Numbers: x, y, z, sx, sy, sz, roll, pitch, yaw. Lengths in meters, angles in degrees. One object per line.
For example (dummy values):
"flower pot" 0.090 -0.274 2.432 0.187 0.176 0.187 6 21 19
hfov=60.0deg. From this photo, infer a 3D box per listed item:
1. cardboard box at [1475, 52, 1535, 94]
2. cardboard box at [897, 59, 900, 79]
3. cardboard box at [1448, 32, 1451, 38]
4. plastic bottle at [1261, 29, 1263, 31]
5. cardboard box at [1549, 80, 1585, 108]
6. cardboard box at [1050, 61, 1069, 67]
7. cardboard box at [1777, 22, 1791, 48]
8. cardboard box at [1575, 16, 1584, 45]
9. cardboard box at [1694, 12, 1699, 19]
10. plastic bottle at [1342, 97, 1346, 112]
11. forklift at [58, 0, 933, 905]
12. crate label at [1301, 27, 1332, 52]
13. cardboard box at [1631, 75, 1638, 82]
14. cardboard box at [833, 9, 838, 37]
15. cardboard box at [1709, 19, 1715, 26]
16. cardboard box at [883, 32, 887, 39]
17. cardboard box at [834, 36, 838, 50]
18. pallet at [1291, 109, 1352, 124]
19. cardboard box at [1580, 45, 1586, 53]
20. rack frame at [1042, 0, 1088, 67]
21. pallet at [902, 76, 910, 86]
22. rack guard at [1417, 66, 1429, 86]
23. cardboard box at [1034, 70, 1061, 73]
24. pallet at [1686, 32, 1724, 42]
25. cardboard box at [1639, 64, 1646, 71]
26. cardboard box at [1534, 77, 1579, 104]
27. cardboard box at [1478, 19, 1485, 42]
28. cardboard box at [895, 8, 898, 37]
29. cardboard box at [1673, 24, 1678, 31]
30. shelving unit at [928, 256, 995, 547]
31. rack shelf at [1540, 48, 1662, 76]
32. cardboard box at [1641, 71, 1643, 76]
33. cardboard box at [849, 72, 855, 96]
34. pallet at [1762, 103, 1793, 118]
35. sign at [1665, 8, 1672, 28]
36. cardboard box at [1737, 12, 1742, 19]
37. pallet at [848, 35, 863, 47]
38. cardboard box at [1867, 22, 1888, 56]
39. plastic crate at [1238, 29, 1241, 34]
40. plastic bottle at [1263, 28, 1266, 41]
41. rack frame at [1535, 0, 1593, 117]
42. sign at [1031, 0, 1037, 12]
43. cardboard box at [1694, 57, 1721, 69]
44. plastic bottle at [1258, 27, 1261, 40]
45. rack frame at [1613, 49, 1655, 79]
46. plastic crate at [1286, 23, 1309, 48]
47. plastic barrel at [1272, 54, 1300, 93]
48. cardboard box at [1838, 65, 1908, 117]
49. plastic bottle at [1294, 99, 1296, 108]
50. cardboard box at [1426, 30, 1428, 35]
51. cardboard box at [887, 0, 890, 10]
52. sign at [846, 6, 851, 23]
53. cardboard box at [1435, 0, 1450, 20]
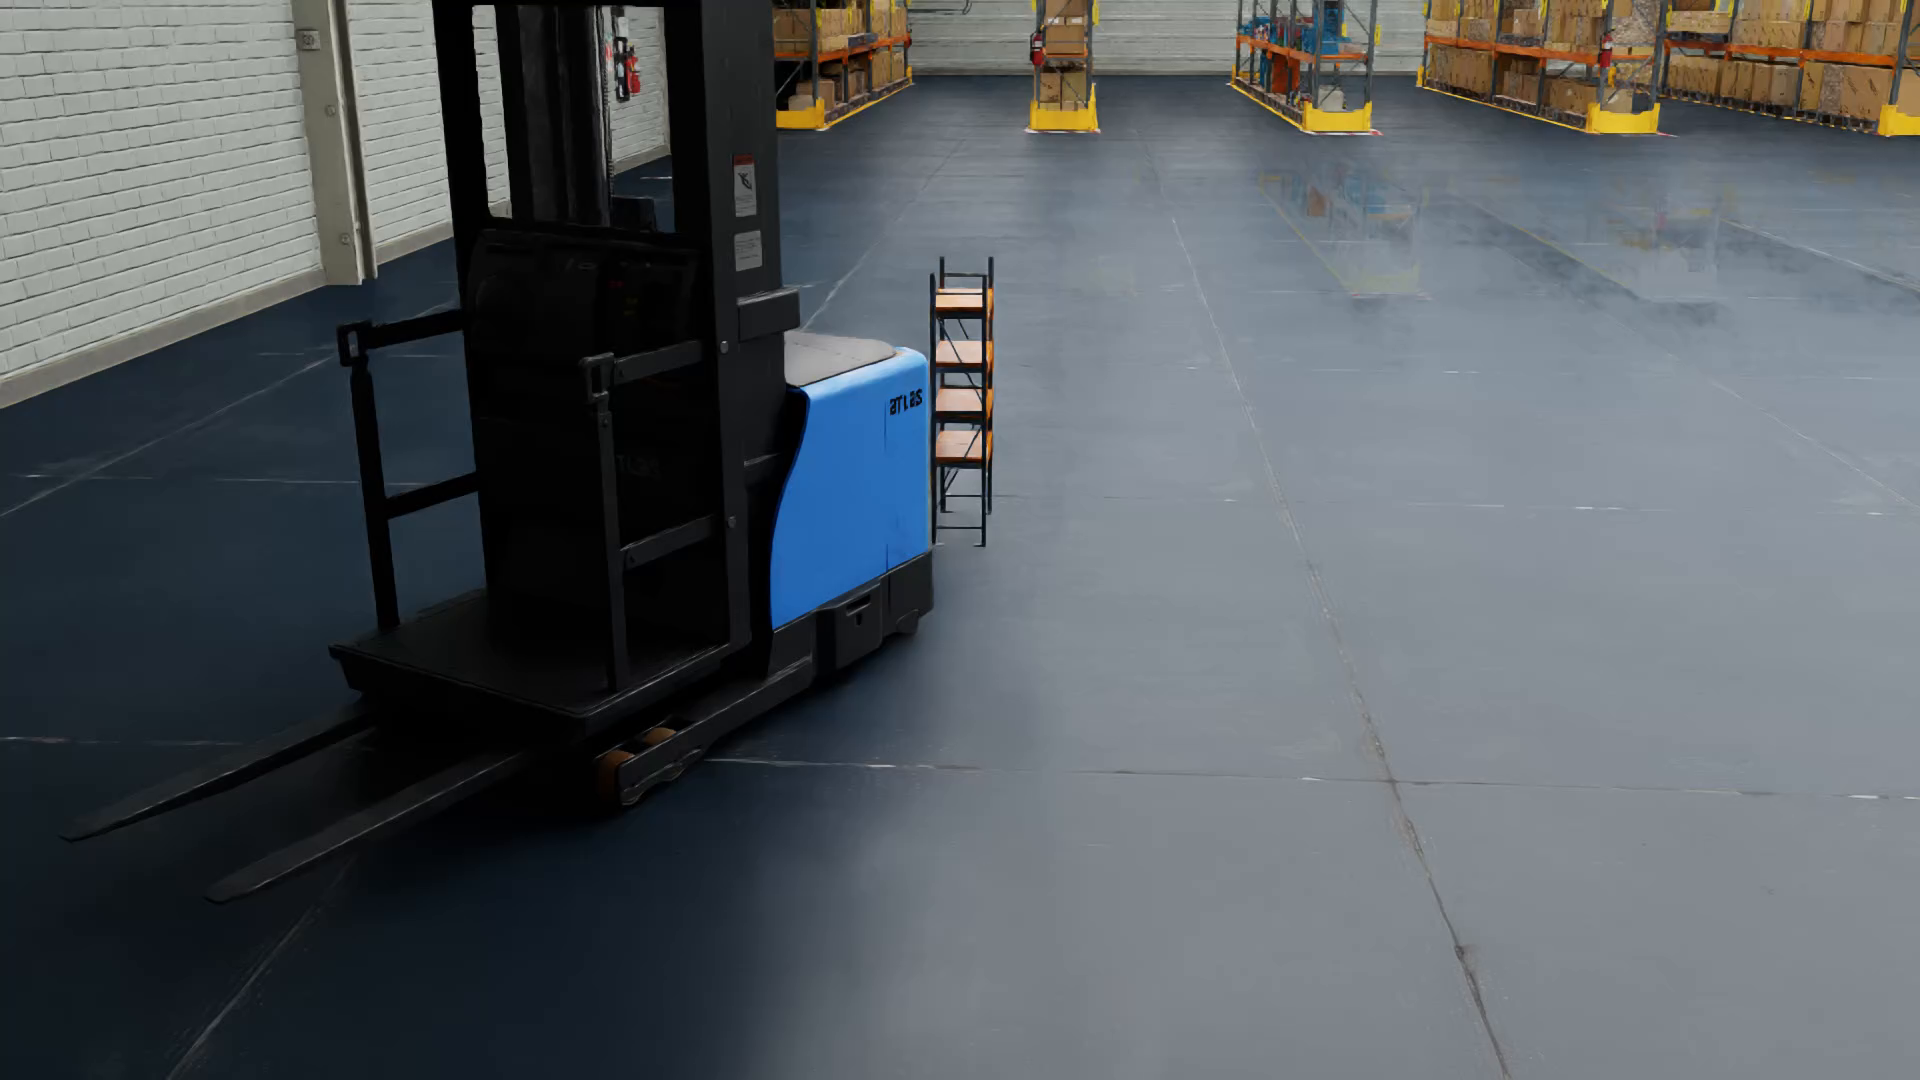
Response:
"cardboard box" 12.384 -10.545 37.524 1.225 0.875 0.875 0 18 1
"cardboard box" -1.956 -12.438 43.903 0.700 0.500 0.500 1 18 2
"cardboard box" 12.333 -12.525 41.235 0.380 0.149 0.250 1 18 3
"plastic bottle" 7.129 -11.902 39.136 0.097 0.271 0.097 0 18 0
"cardboard box" 11.959 -8.787 32.762 0.500 0.500 0.500 1 18 2
"cardboard box" 2.266 -11.054 38.444 0.500 0.250 0.500 2 18 6
"cardboard box" 16.774 -10.129 33.357 0.500 0.500 0.500 1 18 3
"cardboard box" 11.802 -9.327 30.434 0.875 0.500 0.500 1 18 4
"cardboard box" 16.927 -11.926 37.774 0.380 0.149 0.250 2 18 7
"plastic bottle" 7.241 -8.235 31.414 0.097 0.271 0.097 0 18 0
"forklift" -1.295 -0.759 5.031 1.130 2.935 3.031 11 21 29
"crate label" 6.662 -9.361 31.118 0.502 0.435 0.616 1 18 4
"cardboard box" 17.367 -11.778 42.456 0.380 0.149 0.250 0 18 1
"cardboard box" -2.634 -9.898 31.818 0.500 0.500 0.500 2 18 6
"cardboard box" 16.853 -11.467 36.852 0.380 0.149 0.250 2 18 6
"cardboard box" -1.981 -12.252 40.368 0.380 0.149 0.250 1 18 4
"cardboard box" -2.626 -9.547 31.951 0.500 0.250 0.500 1 18 4
"pallet" 6.912 -8.096 31.793 1.003 0.211 1.213 1 18 4
"cardboard box" 11.628 -9.018 30.532 0.380 0.149 0.250 1 18 4
"rack frame" 2.147 -10.121 33.493 1.000 3.000 0.127 1 18 4
"pallet" -1.914 -12.382 44.872 1.003 0.211 1.213 1 18 4
"rack guard" 12.889 -12.445 44.600 1.175 0.500 0.348 1 18 4
"cardboard box" 1.658 -8.612 31.425 0.500 0.500 0.500 1 18 4
"pallet" 17.355 -11.523 38.081 1.003 0.211 1.213 1 18 4
"cardboard box" 17.327 -11.892 41.845 0.380 0.149 0.250 1 18 2
"cardboard box" 12.093 -9.110 33.716 0.700 0.500 0.500 0 18 0
"cardboard box" 12.178 -11.663 38.039 0.500 0.500 0.500 1 18 2
"cardboard box" -2.108 -13.252 42.567 0.980 0.700 0.700 1 18 3
"cardboard box" 17.018 -12.045 39.095 0.380 0.149 0.250 1 18 4
"shelving unit" 0.012 -0.622 7.393 0.258 1.200 0.503 1 18 4
"rack shelf" 11.884 -8.935 31.031 1.077 0.370 4.000 1 18 4
"cardboard box" 17.470 -11.820 42.105 0.380 0.149 0.250 2 18 7
"cardboard box" -2.668 -9.957 36.299 0.700 0.500 0.500 1 18 4
"pallet" 16.947 -8.673 33.551 1.003 0.211 1.213 1 18 4
"sign" 12.282 -9.055 28.851 0.100 0.325 0.005 1 18 4
"cardboard box" 17.519 -11.660 36.965 0.380 0.149 0.250 1 18 4
"pallet" -2.595 -10.373 34.571 1.003 0.211 1.213 1 18 4
"cardboard box" 16.679 -8.873 29.443 0.875 0.550 0.550 1 18 4
"plastic crate" 7.495 -13.472 44.048 0.250 0.136 0.298 1 18 4
"plastic bottle" 7.059 -11.686 38.457 0.061 0.283 0.133 1 18 4
"rack frame" 12.027 -9.898 32.814 1.000 3.000 0.127 1 18 4
"sign" 1.320 -9.558 29.534 0.100 0.325 0.005 1 18 4
"cardboard box" 17.119 -10.900 38.005 0.500 0.250 0.500 2 18 5
"plastic bottle" 7.145 -12.058 39.592 0.061 0.283 0.133 1 18 4
"rack frame" 17.827 -13.483 43.755 1.000 3.000 0.127 1 18 4
"plastic crate" 6.816 -10.197 33.622 0.402 0.464 0.583 1 18 4
"plastic barrel" 7.392 -10.572 37.680 0.600 0.830 0.708 1 18 4
"cardboard box" 16.724 -8.189 30.336 0.875 0.875 0.875 1 18 3
"plastic bottle" 6.558 -8.501 32.336 0.097 0.201 0.097 0 18 0
"cardboard box" 12.533 -13.403 43.913 0.380 0.149 0.250 1 18 5
"cardboard box" -2.000 -13.119 40.767 0.500 0.250 0.500 2 18 5
"sign" -2.253 -10.632 33.662 0.100 0.325 0.005 1 18 4
"cardboard box" 12.517 -13.592 42.647 0.500 0.500 0.500 1 18 2
